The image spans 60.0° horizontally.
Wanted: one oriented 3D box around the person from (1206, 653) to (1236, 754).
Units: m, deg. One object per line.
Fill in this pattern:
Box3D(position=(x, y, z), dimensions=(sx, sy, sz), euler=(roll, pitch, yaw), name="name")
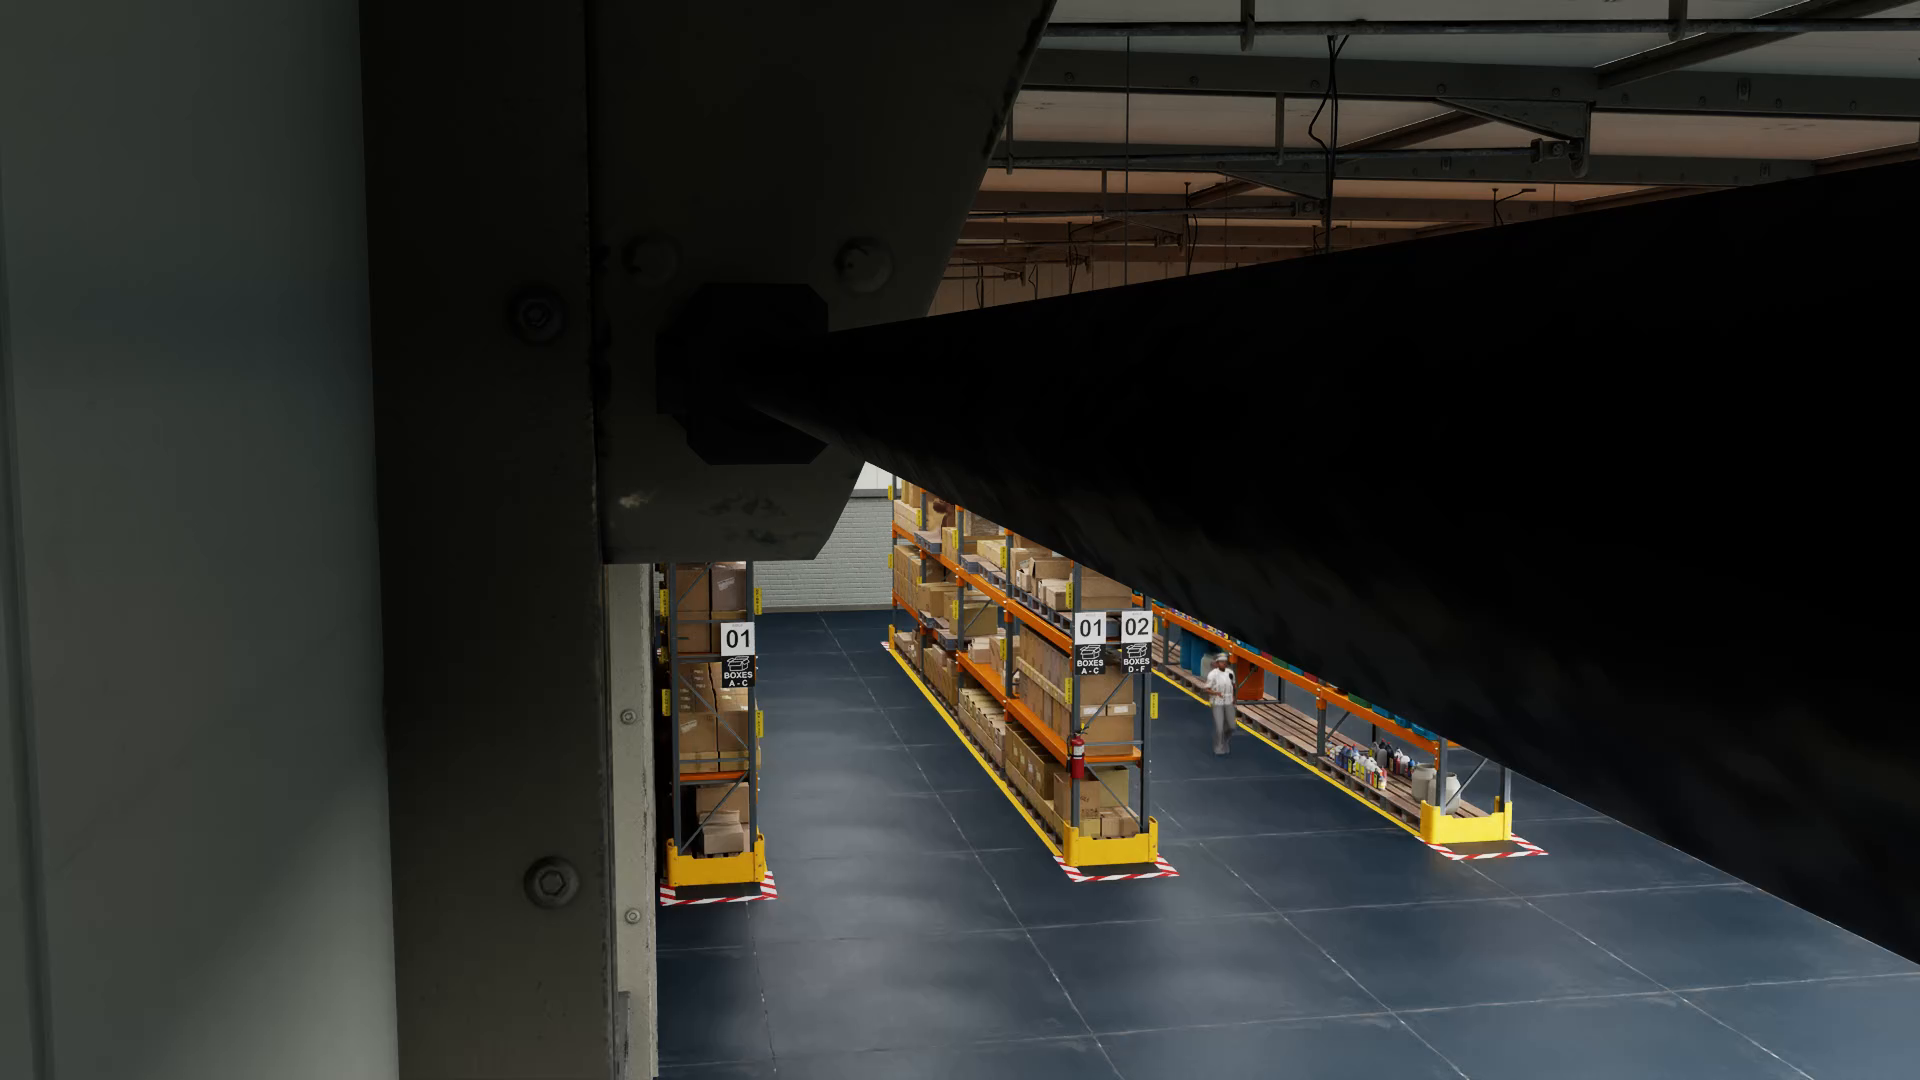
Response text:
Box3D(position=(4.217, 2.628, 26.562), dimensions=(0.563, 1.658, 0.572), euler=(-1, 6, -10), name="person")
